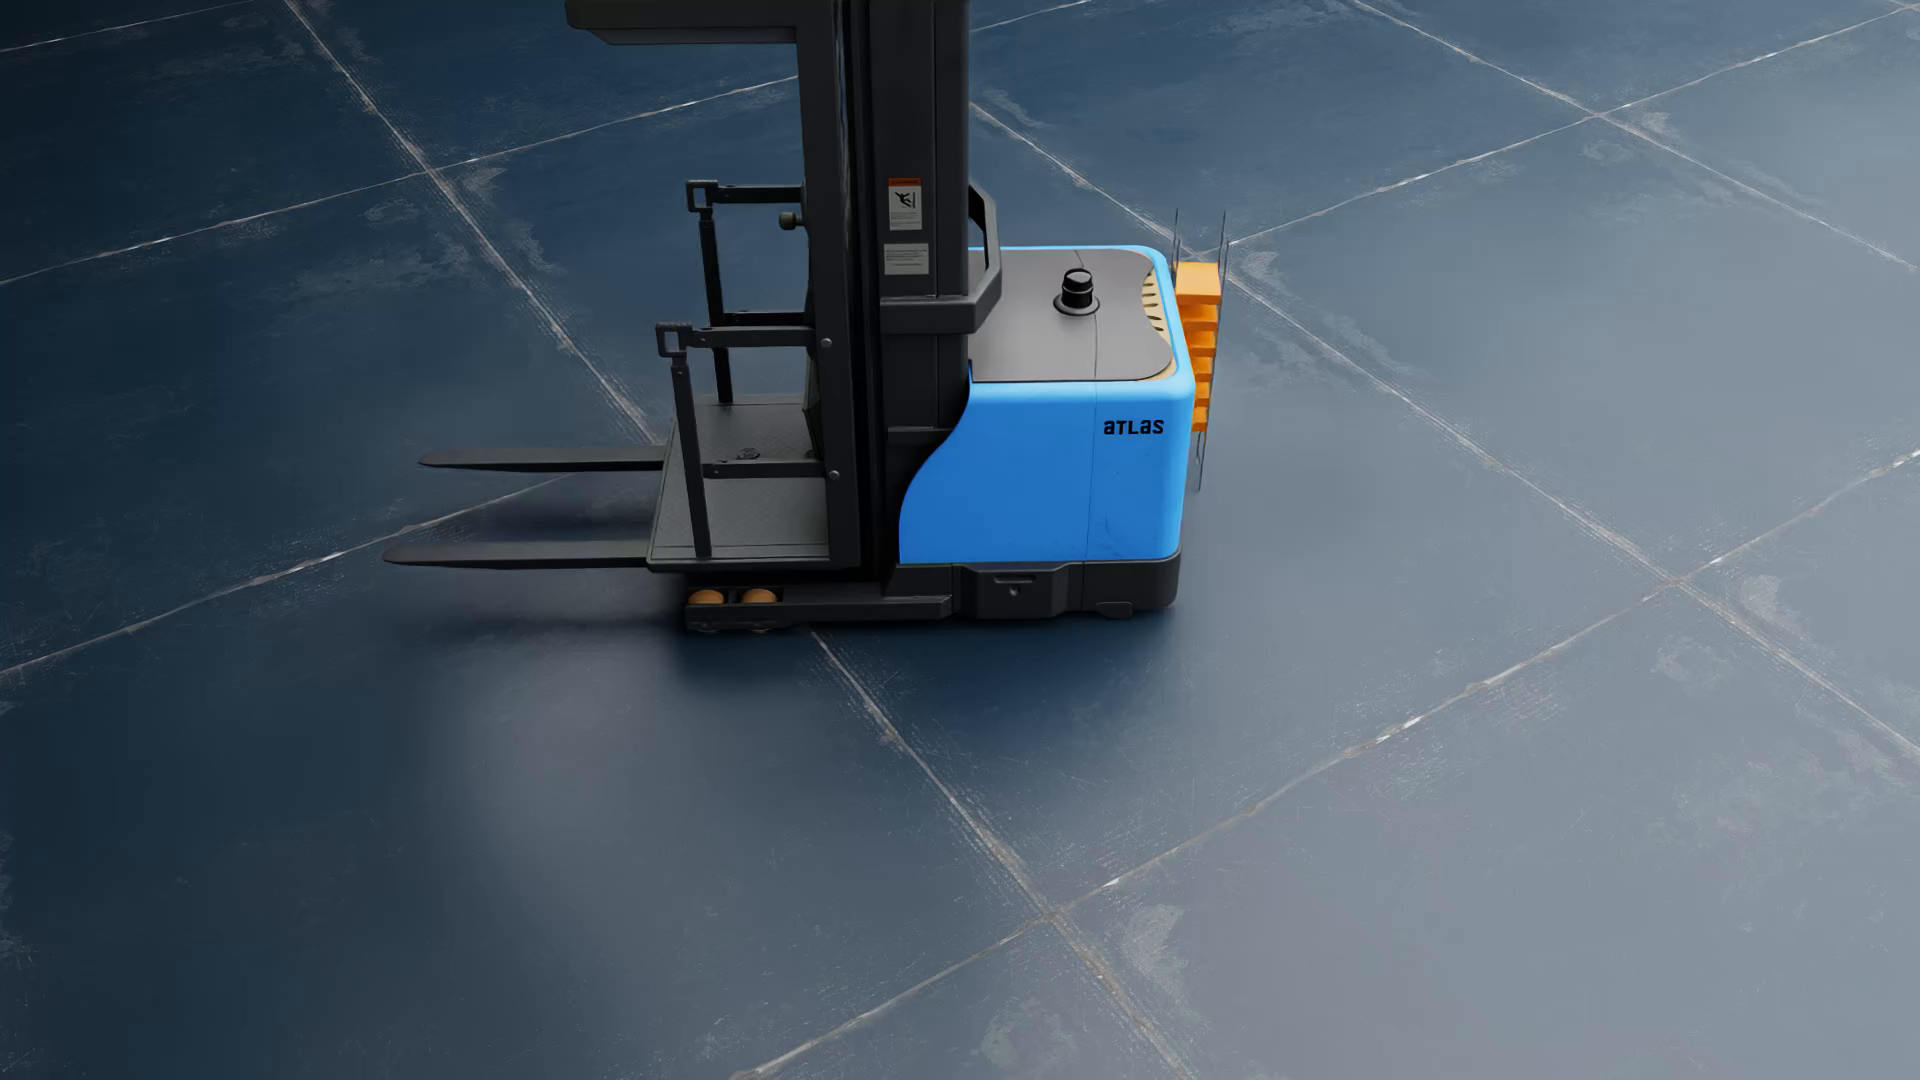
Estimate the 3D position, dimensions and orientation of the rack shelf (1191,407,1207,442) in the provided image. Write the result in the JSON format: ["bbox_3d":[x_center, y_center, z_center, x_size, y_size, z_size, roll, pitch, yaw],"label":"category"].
[{"bbox_3d":[0.922,-0.523,6.885,0.180,0.103,0.258,2,40,3],"label":"rack shelf"}]

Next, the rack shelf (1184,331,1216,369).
[{"bbox_3d":[0.922,-0.800,6.655,0.180,0.103,0.258,2,40,3],"label":"rack shelf"}]

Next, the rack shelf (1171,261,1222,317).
[{"bbox_3d":[0.922,-0.984,6.501,0.180,0.103,0.258,2,40,3],"label":"rack shelf"}]

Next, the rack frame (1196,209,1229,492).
[{"bbox_3d":[1.013,-0.739,6.699,0.006,1.200,0.240,2,40,3],"label":"rack frame"}]

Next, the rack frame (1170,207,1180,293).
[{"bbox_3d":[0.830,-0.745,6.707,0.006,1.200,0.240,2,40,3],"label":"rack frame"}]

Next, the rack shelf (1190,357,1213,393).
[{"bbox_3d":[0.922,-0.708,6.732,0.180,0.103,0.258,2,40,3],"label":"rack shelf"}]

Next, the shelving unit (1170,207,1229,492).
[{"bbox_3d":[0.922,-0.742,6.703,0.189,1.200,0.258,2,40,3],"label":"shelving unit"}]

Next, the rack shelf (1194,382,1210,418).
[{"bbox_3d":[0.922,-0.616,6.808,0.180,0.103,0.258,2,40,3],"label":"rack shelf"}]

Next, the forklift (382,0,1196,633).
[{"bbox_3d":[-0.691,-1.118,5.803,3.031,2.935,1.130,-1,40,-1],"label":"forklift"}]

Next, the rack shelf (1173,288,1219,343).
[{"bbox_3d":[0.922,-0.892,6.578,0.180,0.103,0.258,2,40,3],"label":"rack shelf"}]
